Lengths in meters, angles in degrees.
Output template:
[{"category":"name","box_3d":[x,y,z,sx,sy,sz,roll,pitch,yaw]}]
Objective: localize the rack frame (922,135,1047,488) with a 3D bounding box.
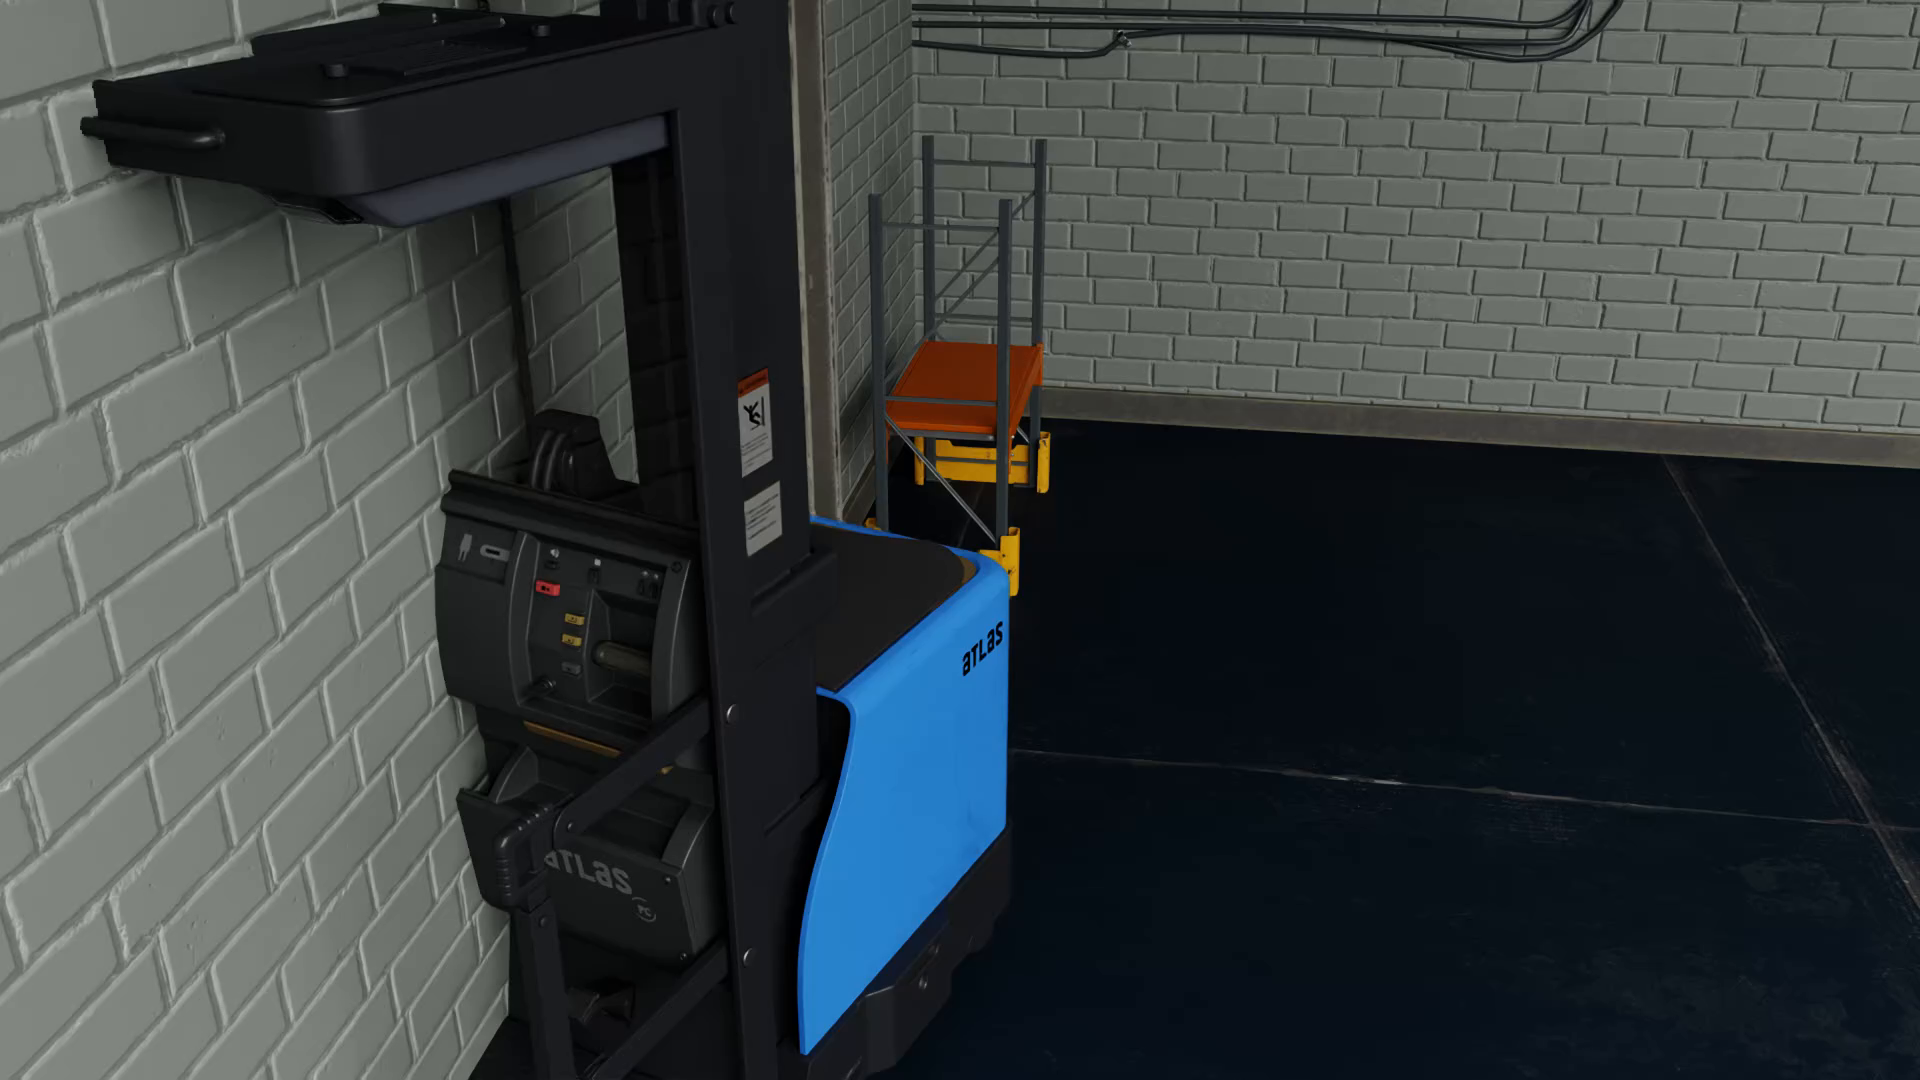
[{"category":"rack frame","box_3d":[0.097,-0.928,6.962,0.500,1.500,0.032,4,25,9]}]

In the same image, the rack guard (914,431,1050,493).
[{"category":"rack guard","box_3d":[0.094,-0.353,7.210,0.587,0.250,0.087,4,25,9]}]

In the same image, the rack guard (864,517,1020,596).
[{"category":"rack guard","box_3d":[-0.069,0.063,6.320,0.587,0.250,0.087,4,25,9]}]

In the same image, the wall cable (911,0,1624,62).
[{"category":"wall cable","box_3d":[1.230,-3.190,6.613,3.097,2.526,0.112,4,25,9]}]

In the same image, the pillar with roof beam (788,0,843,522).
[{"category":"pillar with roof beam","box_3d":[3.691,-3.158,2.881,9.100,9.000,0.400,4,25,9]}]

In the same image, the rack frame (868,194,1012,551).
[{"category":"rack frame","box_3d":[-0.069,-0.502,6.054,0.500,1.500,0.032,4,25,9]}]

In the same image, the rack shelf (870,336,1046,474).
[{"category":"rack shelf","box_3d":[0.014,-0.552,6.585,0.538,0.185,1.000,4,25,9]}]

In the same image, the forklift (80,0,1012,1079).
[{"category":"forklift","box_3d":[-0.999,0.145,2.983,1.130,2.935,3.031,13,28,25]}]

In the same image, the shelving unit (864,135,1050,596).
[{"category":"shelving unit","box_3d":[0.012,-0.711,6.500,0.587,1.500,1.083,4,25,9]}]
